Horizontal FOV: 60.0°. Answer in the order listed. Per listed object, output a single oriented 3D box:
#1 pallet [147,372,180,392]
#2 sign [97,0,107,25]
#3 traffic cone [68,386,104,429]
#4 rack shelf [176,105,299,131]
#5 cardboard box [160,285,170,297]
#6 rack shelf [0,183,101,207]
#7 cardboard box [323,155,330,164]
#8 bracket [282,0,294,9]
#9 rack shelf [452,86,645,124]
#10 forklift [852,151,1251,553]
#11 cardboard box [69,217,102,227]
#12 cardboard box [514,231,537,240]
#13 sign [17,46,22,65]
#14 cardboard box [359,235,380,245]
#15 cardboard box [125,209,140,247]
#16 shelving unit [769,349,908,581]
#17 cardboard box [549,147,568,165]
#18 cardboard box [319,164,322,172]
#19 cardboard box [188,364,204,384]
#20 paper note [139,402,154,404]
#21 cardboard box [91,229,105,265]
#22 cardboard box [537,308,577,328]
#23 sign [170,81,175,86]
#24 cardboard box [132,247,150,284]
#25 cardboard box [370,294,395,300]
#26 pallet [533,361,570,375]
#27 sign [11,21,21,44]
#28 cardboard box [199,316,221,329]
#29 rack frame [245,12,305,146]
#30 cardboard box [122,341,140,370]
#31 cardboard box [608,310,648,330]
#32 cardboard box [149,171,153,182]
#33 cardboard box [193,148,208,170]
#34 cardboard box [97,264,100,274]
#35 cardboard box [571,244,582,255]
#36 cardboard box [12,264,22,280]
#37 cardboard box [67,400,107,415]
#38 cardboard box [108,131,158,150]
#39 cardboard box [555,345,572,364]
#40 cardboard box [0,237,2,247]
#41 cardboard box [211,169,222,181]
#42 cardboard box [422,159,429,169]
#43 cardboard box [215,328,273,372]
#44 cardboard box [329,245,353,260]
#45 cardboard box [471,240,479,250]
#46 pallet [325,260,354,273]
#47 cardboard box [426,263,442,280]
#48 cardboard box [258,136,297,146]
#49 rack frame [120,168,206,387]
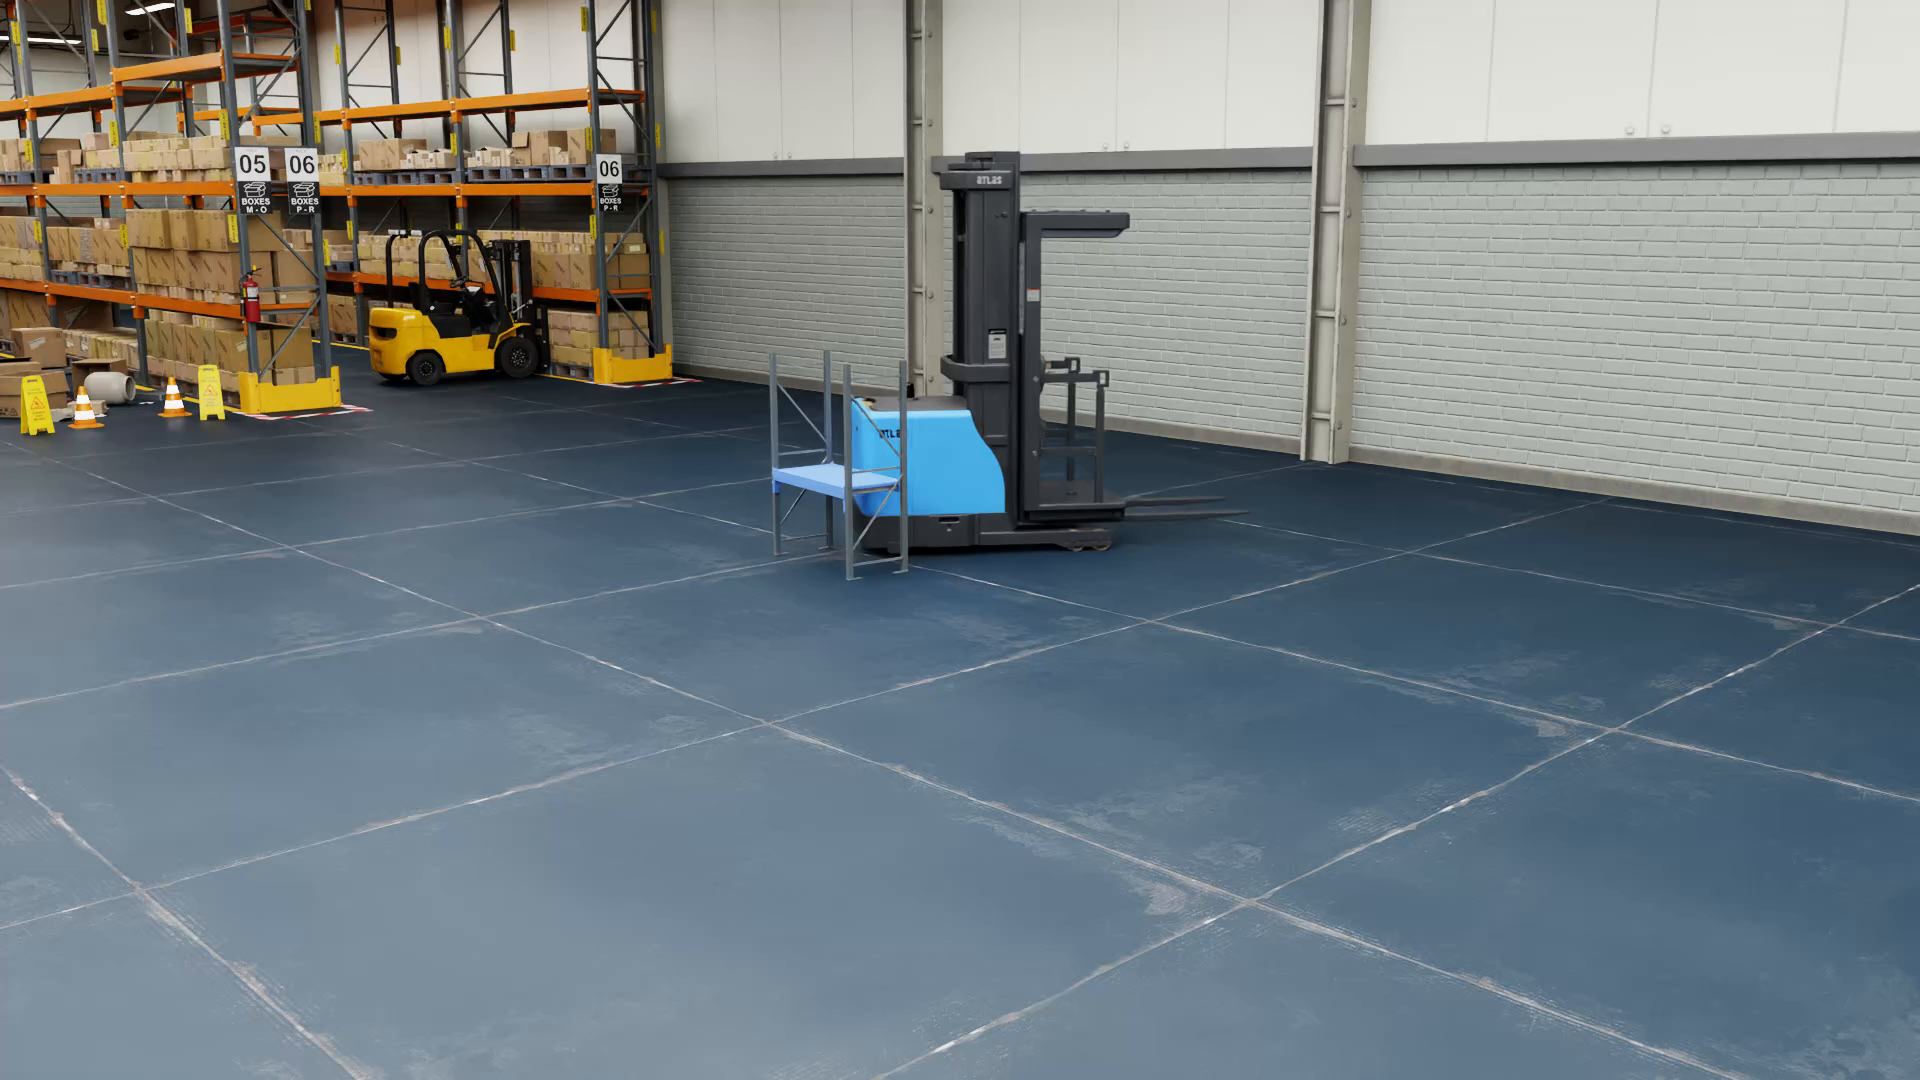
[{"bbox_3d":[-10.625,-2.234,23.233,1.003,0.211,1.213,-11,16,-43],"label":"pallet"},{"bbox_3d":[-11.512,-7.088,22.308,0.100,0.325,0.005,-11,16,-43],"label":"sign"},{"bbox_3d":[-10.150,-1.545,19.266,0.336,0.463,0.334,-11,16,-43],"label":"traffic cone"},{"bbox_3d":[-14.433,-8.429,33.314,1.077,0.370,4.000,-11,16,-43],"label":"rack shelf"},{"bbox_3d":[-10.566,-3.374,22.478,0.380,0.149,0.250,-10,15,-41],"label":"cardboard box"},{"bbox_3d":[-15.258,-5.685,27.423,1.077,0.370,4.000,-11,16,-43],"label":"rack shelf"},{"bbox_3d":[-11.211,-6.843,29.903,0.380,0.149,0.250,-11,16,-43],"label":"cardboard box"},{"bbox_3d":[-12.851,-10.371,32.030,0.235,0.232,0.430,-11,16,-43],"label":"bracket"},{"bbox_3d":[-6.146,-6.483,24.854,1.077,0.370,4.000,-11,16,-43],"label":"rack shelf"},{"bbox_3d":[0.705,-1.452,12.697,3.031,2.935,1.130,-2,12,-8],"label":"forklift"},{"bbox_3d":[-14.041,-4.922,26.640,0.500,0.500,0.500,11,16,43],"label":"cardboard box"},{"bbox_3d":[-6.575,-4.633,25.372,0.380,0.149,0.250,-11,16,-43],"label":"cardboard box"},{"bbox_3d":[-16.255,-8.373,28.738,0.100,0.325,0.005,-11,16,-43],"label":"sign"},{"bbox_3d":[-10.282,-5.248,29.096,0.380,0.149,0.250,-10,15,-41],"label":"cardboard box"},{"bbox_3d":[-10.968,-4.283,22.804,0.700,0.500,0.500,-11,16,-43],"label":"cardboard box"},{"bbox_3d":[-0.877,-0.565,11.939,0.538,1.500,1.048,-8,14,-35],"label":"shelving unit"},{"bbox_3d":[-5.732,-5.575,24.149,0.396,0.266,0.258,-11,16,-42],"label":"cardboard box"},{"bbox_3d":[-11.376,-6.734,30.114,0.380,0.149,0.250,-11,16,-42],"label":"cardboard box"},{"bbox_3d":[-9.822,-2.201,21.934,0.500,0.250,0.500,11,16,43],"label":"cardboard box"},{"bbox_3d":[-10.492,-1.776,21.455,0.148,0.019,0.142,6,13,26],"label":"paper note"},{"bbox_3d":[-12.295,-4.277,24.213,0.500,0.500,0.500,-10,15,-41],"label":"cardboard box"},{"bbox_3d":[-6.021,-3.320,24.887,0.500,0.250,0.500,-11,16,-42],"label":"cardboard box"},{"bbox_3d":[-16.207,-9.496,34.189,0.100,0.325,0.005,-11,16,-43],"label":"sign"},{"bbox_3d":[-11.012,-3.785,22.863,0.500,0.500,0.500,-11,16,-43],"label":"cardboard box"},{"bbox_3d":[-10.588,-4.430,30.527,0.380,0.149,0.250,-10,15,-41],"label":"cardboard box"},{"bbox_3d":[-6.161,-2.720,25.588,1.003,0.211,1.213,-11,16,-43],"label":"pallet"},{"bbox_3d":[-14.276,-7.672,25.143,0.100,0.325,0.005,-11,16,-43],"label":"sign"},{"bbox_3d":[-9.567,-2.815,21.449,0.380,0.149,0.250,-11,16,-42],"label":"cardboard box"},{"bbox_3d":[-13.052,-8.491,31.825,1.000,3.000,0.127,-11,16,-43],"label":"rack frame"},{"bbox_3d":[-11.479,-2.688,23.996,0.950,0.372,0.625,-11,16,-42],"label":"cardboard box"},{"bbox_3d":[-4.960,-3.247,24.532,0.500,0.250,0.500,-11,16,-43],"label":"cardboard box"},{"bbox_3d":[-10.685,-4.893,22.415,0.380,0.149,0.250,-11,16,-43],"label":"cardboard box"},{"bbox_3d":[-9.237,-4.763,20.799,0.500,0.250,0.500,-11,16,-43],"label":"cardboard box"},{"bbox_3d":[-12.364,-3.963,24.296,0.380,0.149,0.250,-11,16,-43],"label":"cardboard box"},{"bbox_3d":[-5.405,-4.213,24.071,0.380,0.149,0.250,-11,16,-42],"label":"cardboard box"},{"bbox_3d":[-15.114,-4.389,27.153,0.500,0.250,0.500,-11,16,-43],"label":"cardboard box"},{"bbox_3d":[-10.718,-1.623,20.419,0.380,0.149,0.250,-3,12,-13],"label":"cardboard box"},{"bbox_3d":[-11.607,-5.606,23.347,0.500,0.250,0.500,-10,16,-41],"label":"cardboard box"},{"bbox_3d":[-5.654,-2.759,24.642,0.500,0.250,0.500,-11,16,-43],"label":"cardboard box"},{"bbox_3d":[-15.827,-5.151,27.754,0.500,0.500,0.500,11,16,44],"label":"cardboard box"},{"bbox_3d":[-8.996,-4.500,20.510,0.380,0.149,0.250,-11,16,-42],"label":"cardboard box"},{"bbox_3d":[-8.506,-6.104,27.007,0.380,0.149,0.250,-11,16,-43],"label":"cardboard box"},{"bbox_3d":[-9.094,-2.416,21.120,0.500,0.500,0.500,-11,16,-42],"label":"cardboard box"},{"bbox_3d":[-11.252,-5.210,30.098,0.500,0.250,0.500,11,16,42],"label":"cardboard box"},{"bbox_3d":[-7.497,-4.669,26.284,0.380,0.149,0.250,-11,16,-43],"label":"cardboard box"},{"bbox_3d":[-10.808,-4.964,30.049,1.213,0.211,1.003,-11,16,-43],"label":"pallet"},{"bbox_3d":[-8.416,-4.422,27.311,0.500,0.250,0.500,-11,16,-43],"label":"cardboard box"},{"bbox_3d":[-8.450,-4.926,20.601,0.380,0.149,0.250,-11,16,-43],"label":"cardboard box"},{"bbox_3d":[-11.115,-3.693,23.403,1.000,3.000,0.127,-11,16,-43],"label":"rack frame"}]
